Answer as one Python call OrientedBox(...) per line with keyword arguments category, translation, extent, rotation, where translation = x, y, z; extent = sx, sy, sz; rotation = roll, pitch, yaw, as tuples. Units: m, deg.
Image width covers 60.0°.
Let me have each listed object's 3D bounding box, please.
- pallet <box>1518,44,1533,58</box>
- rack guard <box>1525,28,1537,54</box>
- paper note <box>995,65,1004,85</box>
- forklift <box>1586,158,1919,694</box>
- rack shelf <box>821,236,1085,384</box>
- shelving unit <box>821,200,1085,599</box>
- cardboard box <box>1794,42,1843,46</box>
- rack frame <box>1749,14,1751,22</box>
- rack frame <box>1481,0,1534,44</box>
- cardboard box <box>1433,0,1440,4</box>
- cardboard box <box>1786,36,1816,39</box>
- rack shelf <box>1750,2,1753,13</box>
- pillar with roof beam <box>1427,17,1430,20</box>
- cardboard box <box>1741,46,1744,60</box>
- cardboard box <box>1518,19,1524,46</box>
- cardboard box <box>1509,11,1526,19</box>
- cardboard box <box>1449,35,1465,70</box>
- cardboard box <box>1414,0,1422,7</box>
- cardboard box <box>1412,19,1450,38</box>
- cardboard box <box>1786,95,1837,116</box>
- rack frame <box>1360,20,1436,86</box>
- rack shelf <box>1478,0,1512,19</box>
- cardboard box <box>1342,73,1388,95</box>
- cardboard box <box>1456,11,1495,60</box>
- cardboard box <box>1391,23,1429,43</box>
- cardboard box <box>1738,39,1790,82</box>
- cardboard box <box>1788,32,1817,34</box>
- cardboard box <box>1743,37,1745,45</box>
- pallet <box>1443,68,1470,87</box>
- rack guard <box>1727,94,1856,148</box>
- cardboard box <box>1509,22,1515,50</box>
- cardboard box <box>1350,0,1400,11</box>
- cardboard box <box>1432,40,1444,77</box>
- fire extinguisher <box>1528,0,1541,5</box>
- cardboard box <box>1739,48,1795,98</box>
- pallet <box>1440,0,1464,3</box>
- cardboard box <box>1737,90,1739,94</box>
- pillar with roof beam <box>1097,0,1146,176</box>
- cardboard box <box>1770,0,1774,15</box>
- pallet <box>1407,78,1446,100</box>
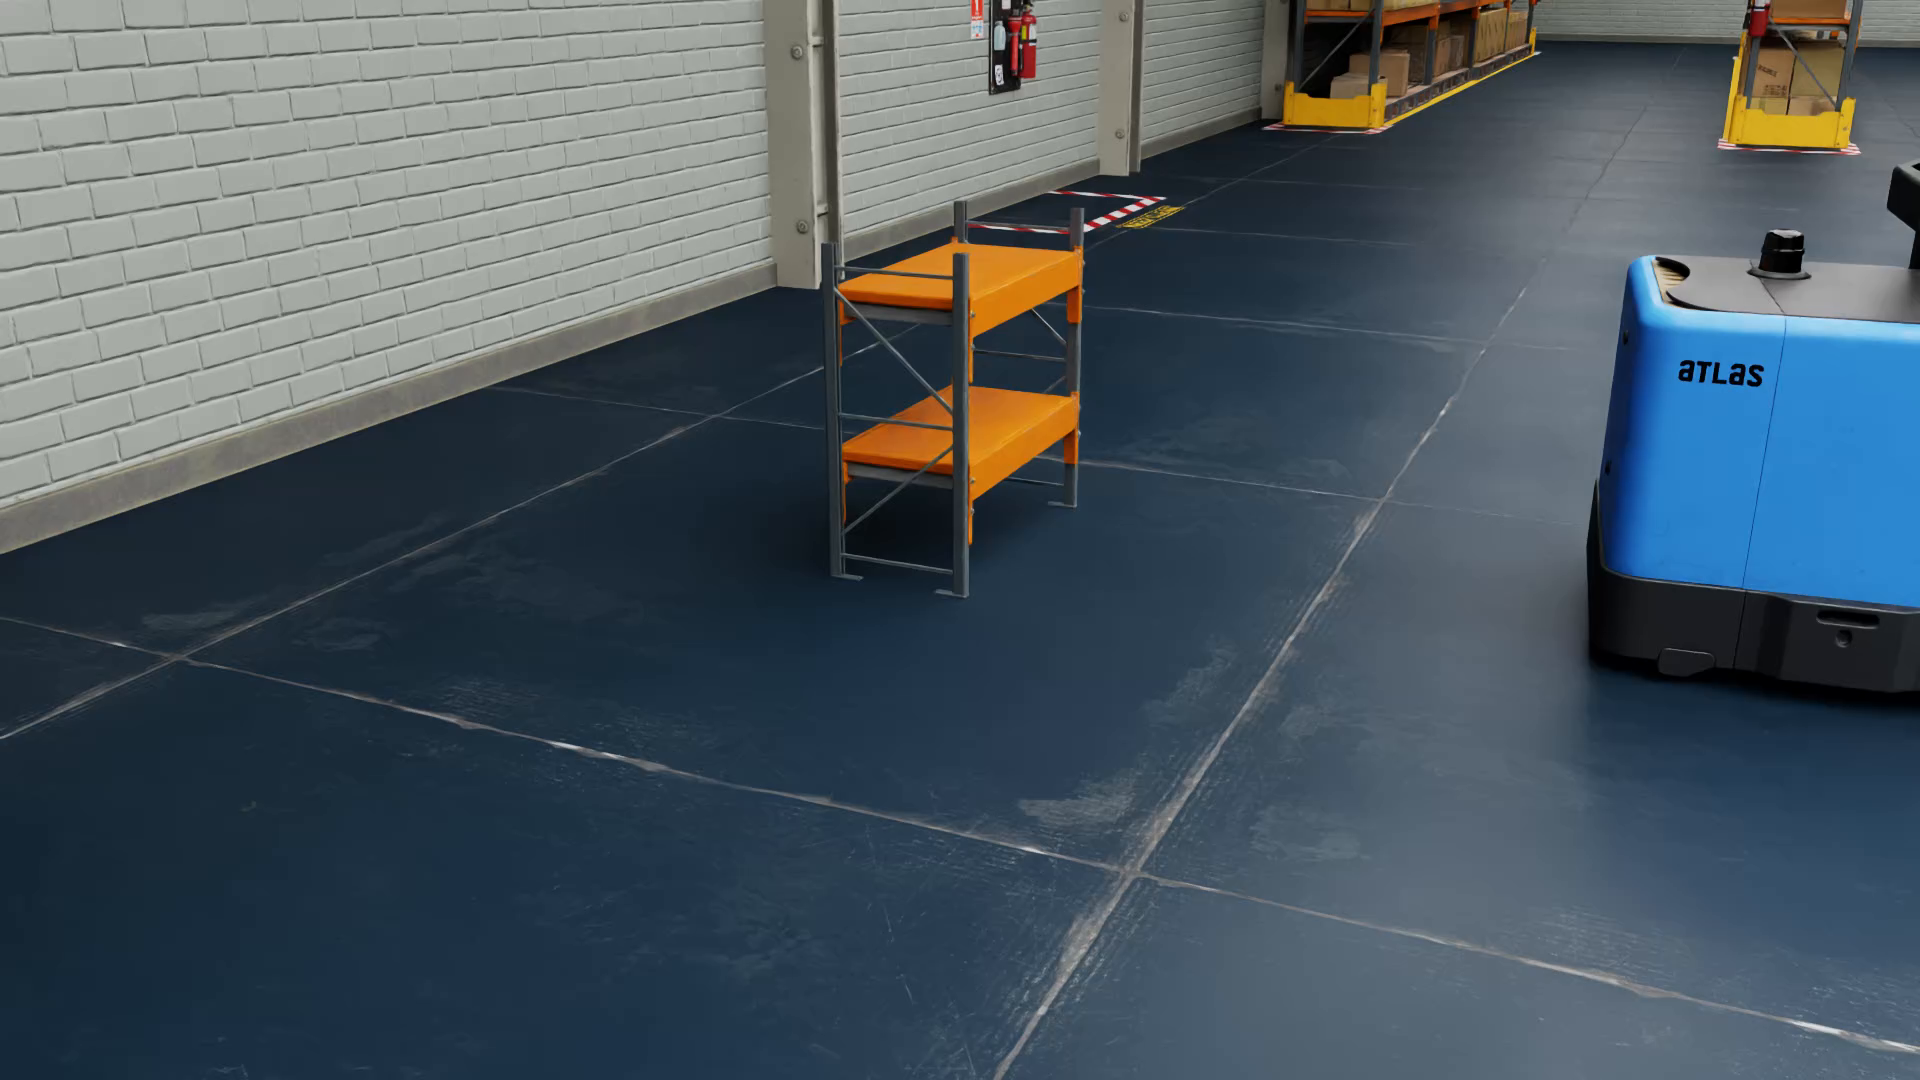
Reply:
OrientedBox(category="pallet", translation=(10.752, -9.714, 32.970), extent=(1.003, 0.211, 1.213), rotation=(9, 21, 23))
OrientedBox(category="rack guard", translation=(11.018, -10.113, 33.659), extent=(1.175, 0.500, 0.348), rotation=(9, 21, 23))
OrientedBox(category="paper note", translation=(0.315, -3.681, 13.157), extent=(0.016, 0.148, 0.142), rotation=(9, 21, 23))
OrientedBox(category="forklift", translation=(3.437, -0.989, 4.376), extent=(3.031, 2.935, 1.130), rotation=(7, 21, 18))
OrientedBox(category="rack shelf", translation=(0.003, -0.808, 5.688), extent=(0.538, 0.278, 1.000), rotation=(9, 21, 23))
OrientedBox(category="shelving unit", translation=(0.003, -0.532, 5.786), extent=(0.538, 1.125, 1.048), rotation=(9, 21, 23))
OrientedBox(category="cardboard box", translation=(10.017, -5.561, 19.487), extent=(0.500, 0.500, 0.500), rotation=(9, 21, 23))
OrientedBox(category="rack frame", translation=(15.529, -10.605, 31.312), extent=(1.000, 3.000, 0.127), rotation=(9, 21, 23))
OrientedBox(category="rack frame", translation=(11.008, -11.284, 33.220), extent=(1.000, 3.000, 0.127), rotation=(9, 21, 23))
OrientedBox(category="cardboard box", translation=(6.177, -7.368, 22.403), extent=(0.500, 0.250, 0.500), rotation=(9, 21, 23))
OrientedBox(category="cardboard box", translation=(12.910, -7.450, 25.514), extent=(0.500, 0.500, 0.500), rotation=(8, 21, 21))
OrientedBox(category="rack shelf", translation=(11.434, -7.209, 22.837), extent=(1.077, 0.370, 4.000), rotation=(9, 21, 23))
OrientedBox(category="pillar with roof beam", translation=(12.795, -12.629, 28.051), extent=(9.100, 9.000, 0.400), rotation=(9, 21, 23))
OrientedBox(category="cardboard box", translation=(11.771, -7.206, 24.395), extent=(0.500, 0.311, 0.500), rotation=(9, 22, 25))
OrientedBox(category="cardboard box", translation=(10.608, -9.923, 32.498), extent=(0.700, 0.500, 0.500), rotation=(8, 21, 23))
OrientedBox(category="cardboard box", translation=(10.823, -10.239, 32.419), extent=(0.380, 0.149, 0.250), rotation=(9, 22, 24))
OrientedBox(category="cardboard box", translation=(7.485, -7.640, 26.050), extent=(0.700, 0.500, 0.500), rotation=(9, 21, 23))
OrientedBox(category="cardboard box", translation=(5.569, -6.907, 21.107), extent=(0.500, 0.250, 0.500), rotation=(9, 21, 23))
OrientedBox(category="cardboard box", translation=(7.195, -7.828, 25.458), extent=(0.500, 0.250, 0.500), rotation=(9, 21, 24))
OrientedBox(category="cardboard box", translation=(9.400, -4.750, 18.324), extent=(0.500, 0.250, 0.500), rotation=(9, 21, 23))
OrientedBox(category="rack frame", translation=(6.095, -7.615, 22.905), extent=(1.000, 3.000, 0.127), rotation=(9, 21, 23))
OrientedBox(category="rack shelf", translation=(8.551, -9.110, 28.183), extent=(1.077, 0.370, 4.000), rotation=(9, 21, 23))
OrientedBox(category="cardboard box", translation=(5.055, -5.706, 20.894), extent=(0.500, 0.311, 0.500), rotation=(11, 22, 27))
OrientedBox(category="cardboard box", translation=(8.518, -8.497, 27.965), extent=(0.750, 0.750, 0.750), rotation=(8, 21, 22))
OrientedBox(category="cardboard box", translation=(6.558, -7.360, 24.144), extent=(0.500, 0.250, 0.500), rotation=(8, 21, 22))
OrientedBox(category="cardboard box", translation=(9.730, -5.788, 20.124), extent=(0.500, 0.500, 0.500), rotation=(9, 21, 23))
OrientedBox(category="cardboard box", translation=(13.535, -7.918, 26.831), extent=(0.500, 0.500, 0.500), rotation=(9, 21, 23))
OrientedBox(category="cardboard box", translation=(14.843, -9.237, 30.911), extent=(0.500, 0.250, 0.500), rotation=(9, 21, 23))
OrientedBox(category="pallet", translation=(7.411, -7.285, 26.140), extent=(1.003, 0.211, 1.213), rotation=(9, 21, 23))
OrientedBox(category="rack guard", translation=(8.968, -4.529, 17.957), extent=(1.175, 0.500, 0.348), rotation=(9, 21, 23))
OrientedBox(category="cardboard box", translation=(9.979, -9.449, 31.164), extent=(0.700, 0.500, 0.500), rotation=(8, 21, 22))
OrientedBox(category="cardboard box", translation=(4.946, -6.437, 19.786), extent=(0.500, 0.250, 0.500), rotation=(8, 21, 21))
OrientedBox(category="cardboard box", translation=(6.792, -7.187, 24.776), extent=(0.700, 0.500, 0.500), rotation=(9, 21, 23))
OrientedBox(category="fire extinguisher", translation=(11.491, -11.054, 33.247), extent=(0.296, 0.674, 0.183), rotation=(9, 21, 23))
OrientedBox(category="cardboard box", translation=(8.925, -5.174, 18.399), extent=(0.500, 0.500, 0.500), rotation=(9, 21, 23))
OrientedBox(category="pallet", translation=(6.540, -7.738, 23.538), extent=(1.003, 0.211, 1.213), rotation=(9, 21, 23))
OrientedBox(category="cardboard box", translation=(9.121, -4.975, 18.959), extent=(0.500, 0.250, 0.500), rotation=(9, 21, 23))
OrientedBox(category="pillar with roof beam", translation=(5.425, -7.127, 12.579), extent=(9.100, 9.000, 0.400), rotation=(9, 21, 23))
OrientedBox(category="cardboard box", translation=(9.391, -6.063, 18.392), extent=(0.700, 0.500, 0.500), rotation=(9, 22, 24))
OrientedBox(category="pallet", translation=(6.412, -6.540, 24.042), extent=(1.003, 0.211, 1.213), rotation=(9, 21, 23))
